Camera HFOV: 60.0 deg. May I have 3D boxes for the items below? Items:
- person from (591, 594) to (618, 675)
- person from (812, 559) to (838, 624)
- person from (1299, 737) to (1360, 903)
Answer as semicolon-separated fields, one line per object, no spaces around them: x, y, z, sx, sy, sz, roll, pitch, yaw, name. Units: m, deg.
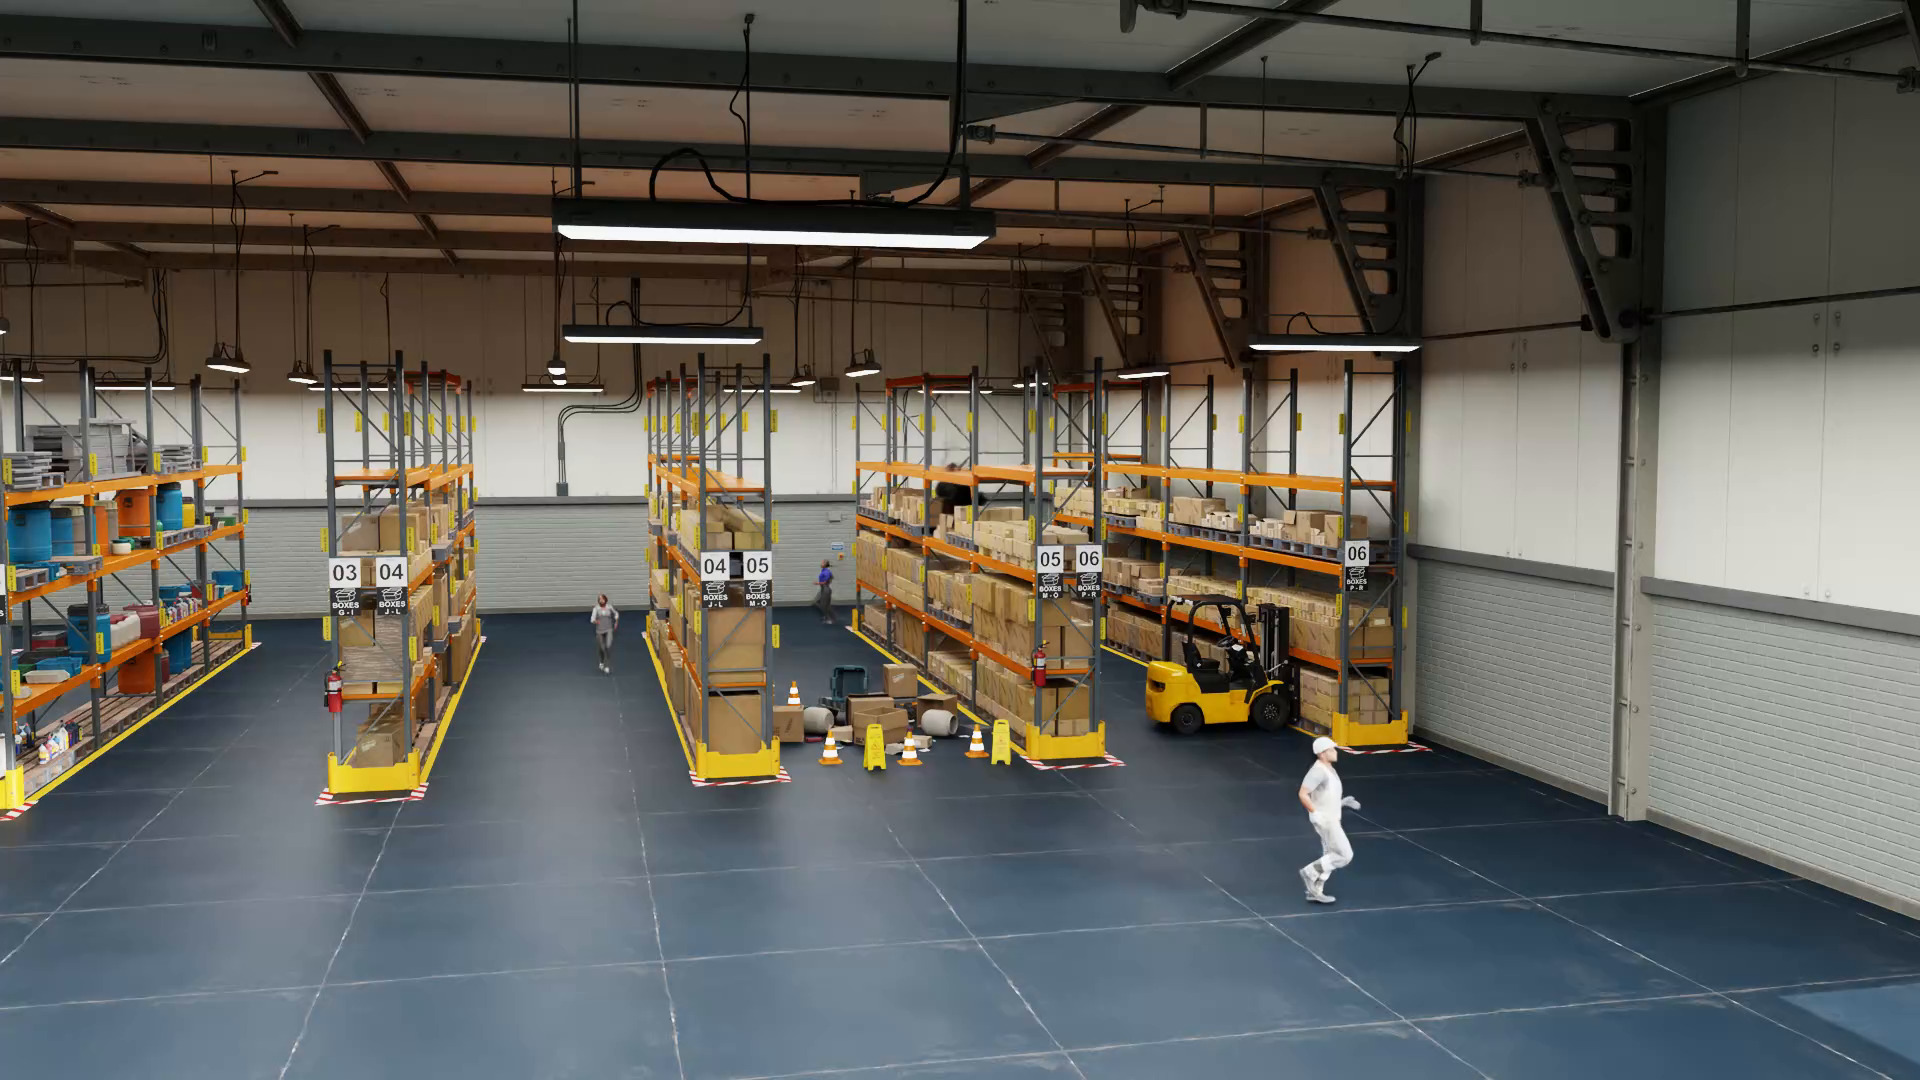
-7.162;1.888;33.511;0.541;1.620;0.733;-1;4;-10;person
-3.381;1.295;41.481;0.654;1.641;0.543;-1;4;-16;person
3.858;2.921;17.326;0.581;1.740;0.652;2;4;23;person
